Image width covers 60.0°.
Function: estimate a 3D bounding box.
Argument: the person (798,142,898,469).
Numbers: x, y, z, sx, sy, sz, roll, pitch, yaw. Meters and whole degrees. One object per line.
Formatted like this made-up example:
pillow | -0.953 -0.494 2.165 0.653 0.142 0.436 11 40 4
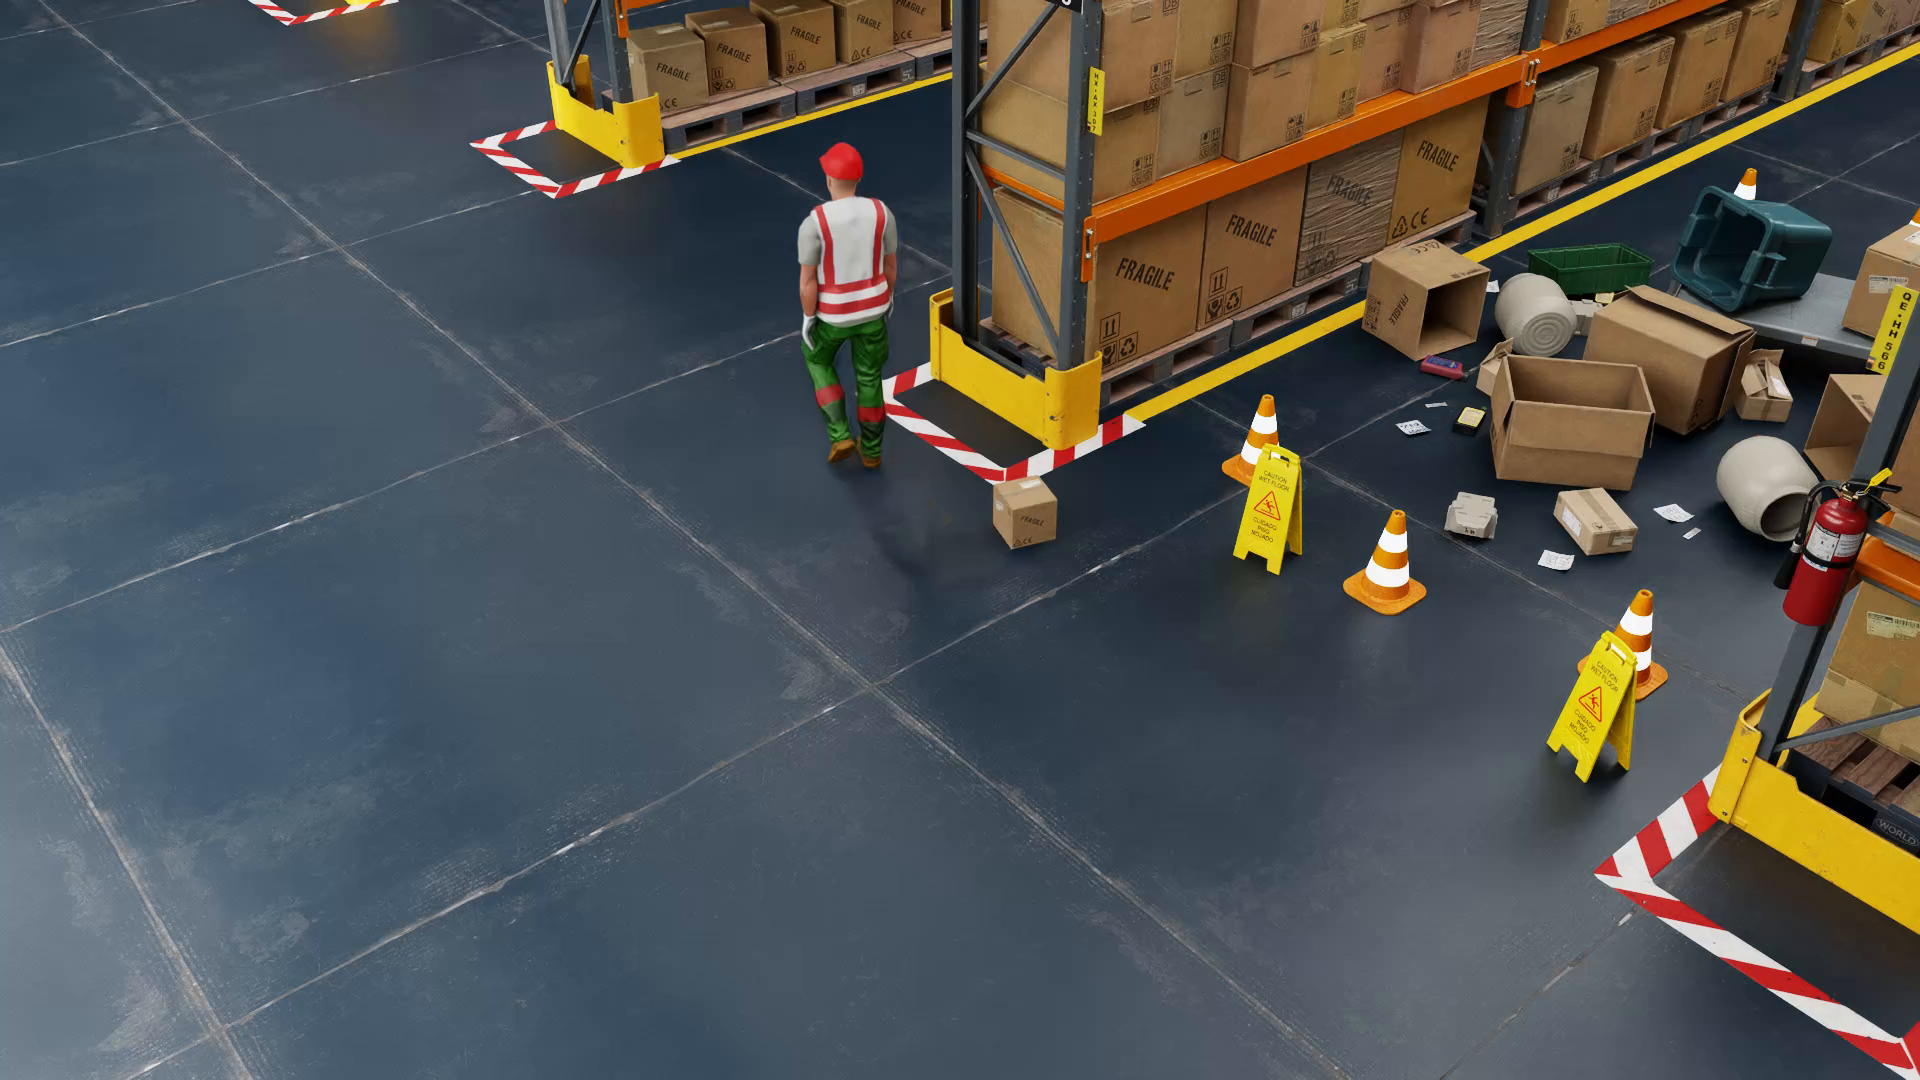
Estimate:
person | -0.585 -1.198 8.717 0.547 1.804 0.430 -11 37 -15
